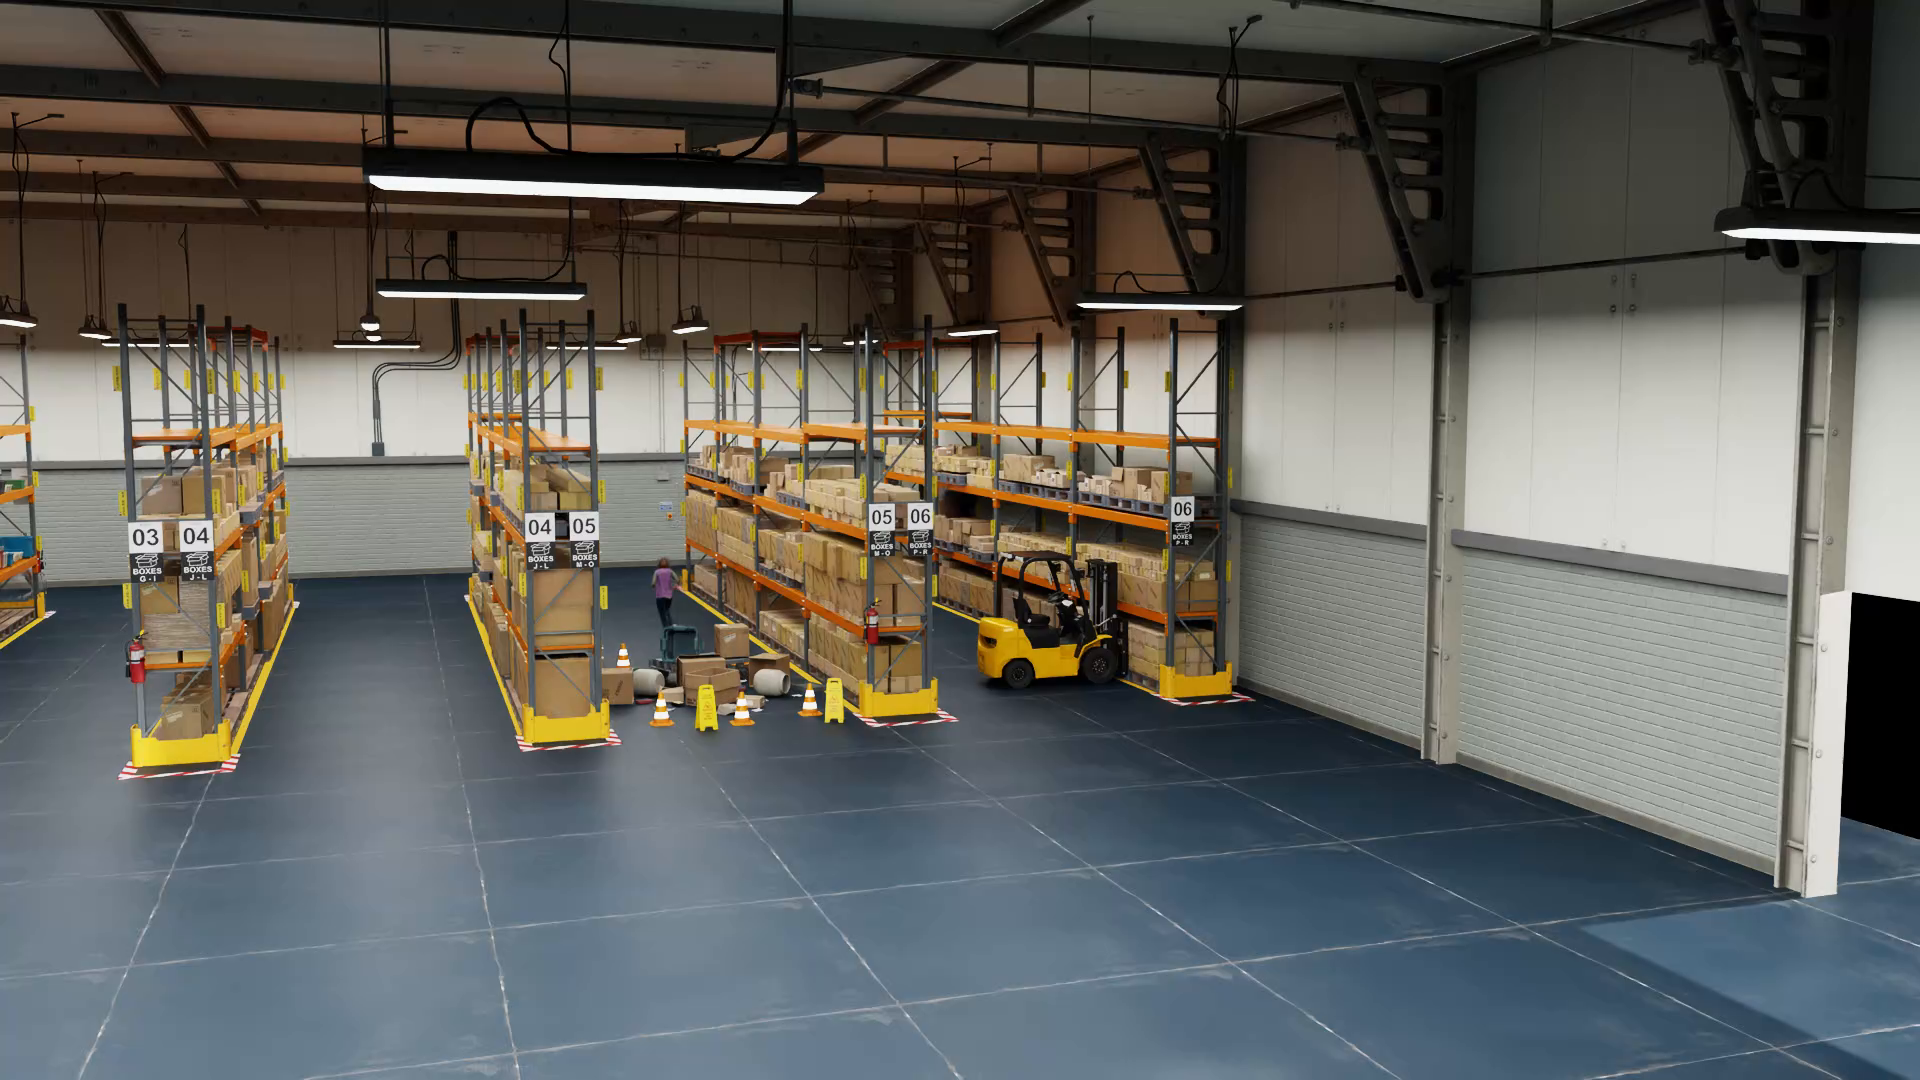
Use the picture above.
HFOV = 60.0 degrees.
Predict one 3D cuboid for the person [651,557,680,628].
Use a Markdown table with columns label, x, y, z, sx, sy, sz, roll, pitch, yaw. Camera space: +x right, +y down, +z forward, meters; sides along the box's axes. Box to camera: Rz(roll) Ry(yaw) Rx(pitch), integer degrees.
| label | x | y | z | sx | sy | sz | roll | pitch | yaw |
| --- | --- | --- | --- | --- | --- | --- | --- | --- | --- |
| person | -5.815 | 1.115 | 32.628 | 0.522 | 1.564 | 0.621 | -3 | 6 | -29 |

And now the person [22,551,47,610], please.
| label | x | y | z | sx | sy | sz | roll | pitch | yaw |
| --- | --- | --- | --- | --- | --- | --- | --- | --- | --- |
| person | -20.347 | 0.751 | 36.400 | 0.538 | 1.638 | 0.582 | 0 | 5 | -2 |

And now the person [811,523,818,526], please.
| label | x | y | z | sx | sy | sz | roll | pitch | yaw |
| --- | --- | --- | --- | --- | --- | --- | --- | --- | --- |
| person | -3.243 | 0.426 | 37.236 | 0.641 | 1.573 | 0.503 | 1 | 5 | 6 |
